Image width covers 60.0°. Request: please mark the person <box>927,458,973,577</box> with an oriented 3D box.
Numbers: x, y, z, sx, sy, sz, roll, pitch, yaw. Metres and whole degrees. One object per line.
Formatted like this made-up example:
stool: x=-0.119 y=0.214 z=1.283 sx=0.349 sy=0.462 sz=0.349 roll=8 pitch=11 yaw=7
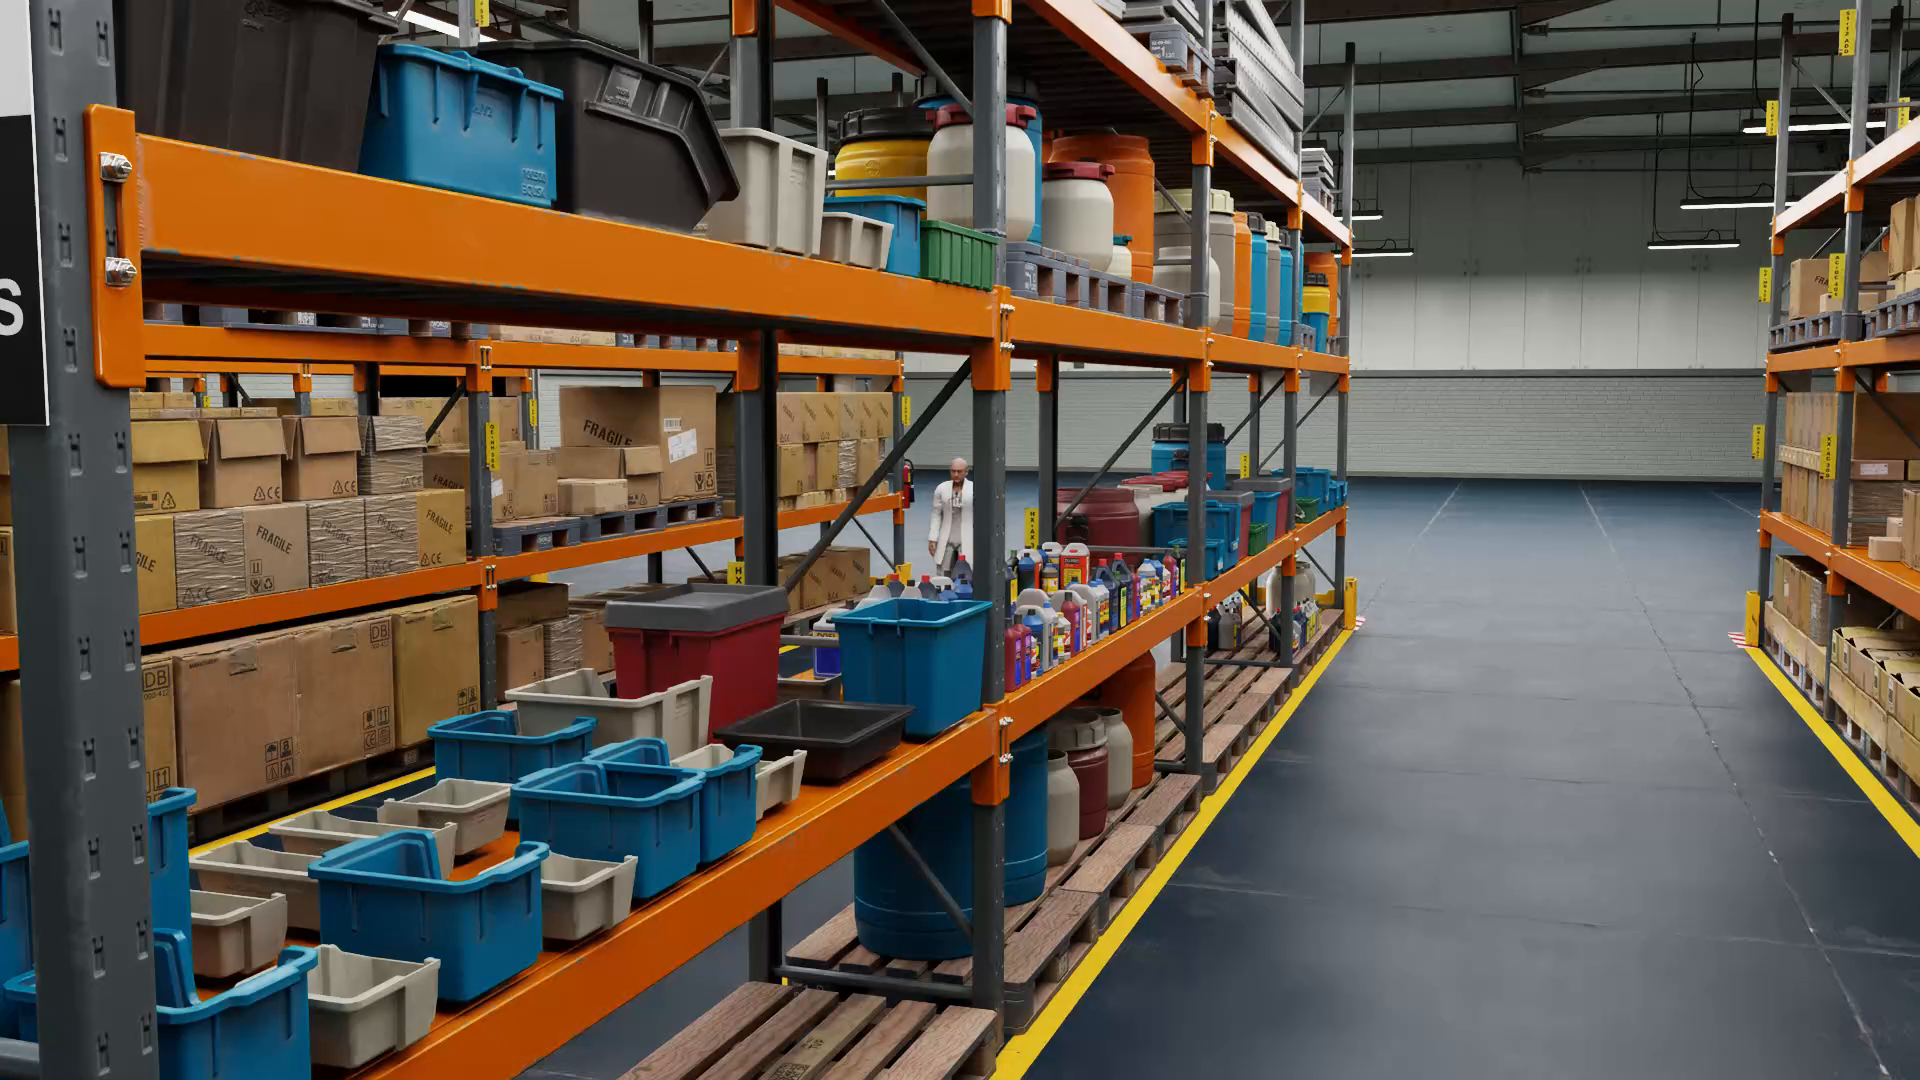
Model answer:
person: x=-0.018 y=0.040 z=17.205 sx=0.655 sy=1.775 sz=0.419 roll=1 pitch=5 yaw=16
